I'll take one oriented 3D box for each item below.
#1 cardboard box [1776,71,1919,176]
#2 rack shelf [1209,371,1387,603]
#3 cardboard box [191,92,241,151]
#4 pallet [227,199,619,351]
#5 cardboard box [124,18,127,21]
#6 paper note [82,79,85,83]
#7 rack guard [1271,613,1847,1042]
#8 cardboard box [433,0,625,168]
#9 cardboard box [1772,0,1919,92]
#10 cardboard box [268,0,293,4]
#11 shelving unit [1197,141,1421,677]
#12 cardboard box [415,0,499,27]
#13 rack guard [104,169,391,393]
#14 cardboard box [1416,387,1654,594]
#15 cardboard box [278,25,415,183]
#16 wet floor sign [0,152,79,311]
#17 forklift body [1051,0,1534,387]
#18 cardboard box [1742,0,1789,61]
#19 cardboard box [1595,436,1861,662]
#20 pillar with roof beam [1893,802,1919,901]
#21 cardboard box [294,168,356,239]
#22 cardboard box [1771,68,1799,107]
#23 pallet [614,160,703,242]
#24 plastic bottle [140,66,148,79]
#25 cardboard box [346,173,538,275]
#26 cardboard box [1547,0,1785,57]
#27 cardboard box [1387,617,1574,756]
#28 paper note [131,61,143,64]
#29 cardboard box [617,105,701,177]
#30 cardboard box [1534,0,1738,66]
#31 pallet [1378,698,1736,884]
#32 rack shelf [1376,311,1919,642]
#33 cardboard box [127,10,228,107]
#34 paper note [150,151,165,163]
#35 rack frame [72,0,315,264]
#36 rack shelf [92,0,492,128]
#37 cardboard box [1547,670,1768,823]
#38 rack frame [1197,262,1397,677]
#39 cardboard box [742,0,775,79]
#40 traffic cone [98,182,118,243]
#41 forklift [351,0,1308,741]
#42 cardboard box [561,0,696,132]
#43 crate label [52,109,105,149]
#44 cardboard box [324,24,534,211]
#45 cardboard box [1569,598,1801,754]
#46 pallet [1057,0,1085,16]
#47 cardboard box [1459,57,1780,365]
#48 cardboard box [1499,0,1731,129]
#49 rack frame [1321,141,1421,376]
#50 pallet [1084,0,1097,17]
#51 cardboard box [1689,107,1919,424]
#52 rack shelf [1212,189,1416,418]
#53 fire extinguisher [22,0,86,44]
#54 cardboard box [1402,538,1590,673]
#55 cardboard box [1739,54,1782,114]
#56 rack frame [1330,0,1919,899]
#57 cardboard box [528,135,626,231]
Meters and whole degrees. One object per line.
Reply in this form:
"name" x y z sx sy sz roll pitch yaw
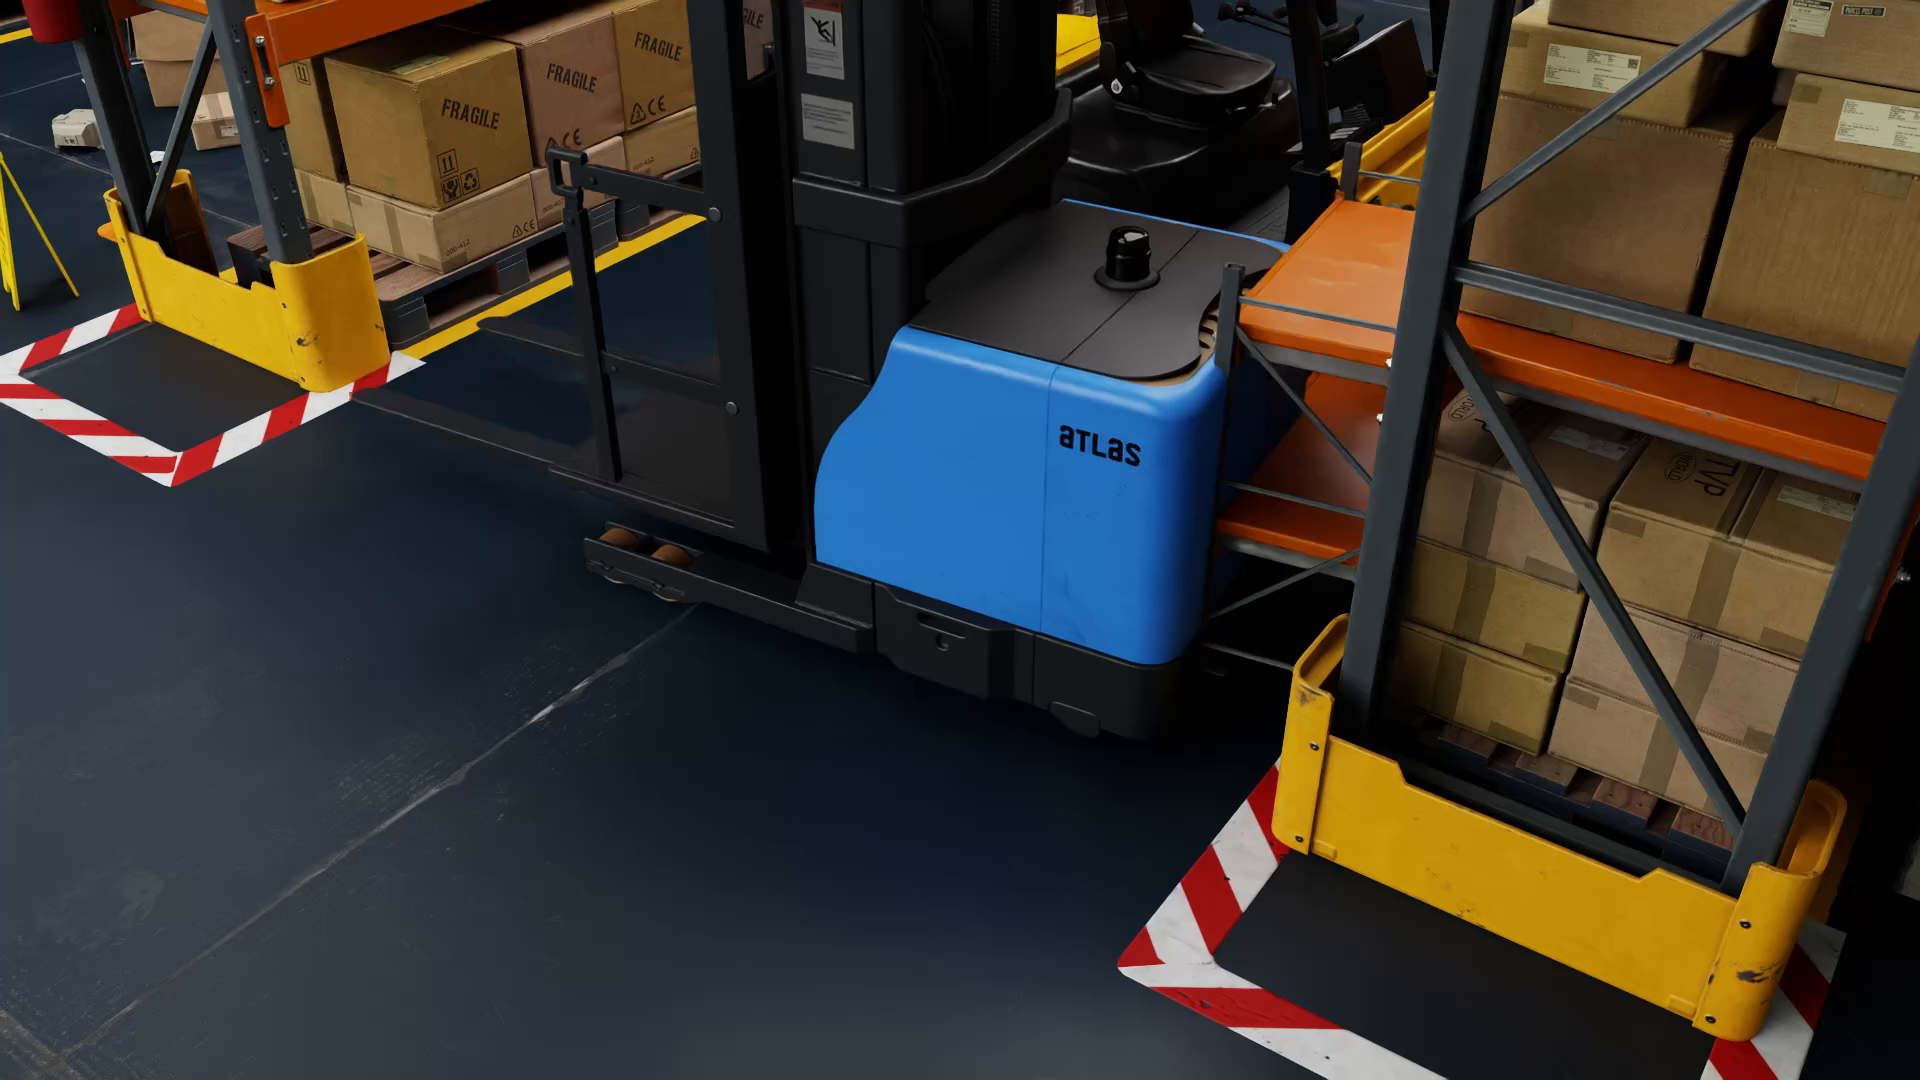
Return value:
"cardboard box" 1.754 -0.793 3.076 0.380 0.149 0.250 20 39 27
"rack shelf" 1.056 -0.118 4.547 0.538 0.278 1.000 15 34 22
"cardboard box" -3.645 -2.060 8.164 0.250 0.149 0.380 -15 37 -21
"pallet" -2.196 -1.235 6.889 1.003 0.211 1.213 21 39 28
"cardboard box" -4.618 -3.292 9.669 0.500 0.500 0.500 29 44 36
"paper note" -4.591 -2.457 8.858 0.142 0.017 0.144 -22 40 -29
"rack guard" 1.334 0.637 3.861 1.175 0.500 0.348 21 39 28
"cardboard box" -1.737 -1.875 6.755 0.500 0.500 0.500 20 39 27
"cardboard box" 1.715 -0.929 3.012 0.380 0.149 0.250 20 39 27
"cardboard box" -2.368 -1.979 5.723 0.380 0.149 0.250 21 40 28
"shelving unit" 1.059 -0.327 4.420 0.538 1.125 1.048 15 34 22
"cardboard box" -2.195 -2.032 6.987 0.500 0.500 0.500 23 40 30
"rack guard" -2.689 -0.993 6.271 1.175 0.500 0.348 21 39 28
"cardboard box" 1.354 -0.170 4.011 0.500 0.250 0.500 23 40 30
"cardboard box" -2.489 -1.791 6.630 0.500 0.500 0.500 22 40 28
"wet floor sign" -3.719 -1.272 6.555 0.232 0.644 0.267 -22 40 -29
"forklift body" 0.930 -1.513 5.567 2.313 2.155 1.214 21 39 28
"cardboard box" 1.635 -1.195 3.672 0.380 0.149 0.250 22 40 29
"cardboard box" 1.777 -0.019 3.788 0.500 0.250 0.500 21 39 28
"pillar with roof beam" -1.051 -4.302 3.578 9.100 9.000 0.400 21 39 28
"cardboard box" -2.478 -1.497 6.866 0.500 0.250 0.500 21 39 28
"cardboard box" 1.843 -0.927 3.274 0.380 0.149 0.250 21 39 28
"pallet" -1.500 -1.795 7.715 1.003 0.211 1.213 21 39 28
"plastic bottle" -4.281 -2.560 8.981 0.133 0.061 0.283 8 35 12
"cardboard box" -2.045 -1.311 6.590 0.500 0.250 0.500 21 39 28
"cardboard box" 1.379 -1.075 3.228 0.380 0.149 0.250 21 40 28
"cardboard box" 1.356 0.239 4.299 0.500 0.250 0.500 22 40 28
"paper note" -4.476 -2.619 9.114 0.123 0.001 0.032 -15 37 -21
"cardboard box" -1.447 -1.799 7.312 0.500 0.250 0.500 24 41 31
"cardboard box" 1.437 -1.096 3.524 0.380 0.149 0.250 22 40 29
"pallet" 1.749 0.380 4.499 1.003 0.211 1.213 21 39 28
"rack shelf" 2.488 -1.032 4.740 1.077 0.370 4.000 21 39 28
"cardboard box" -3.810 -2.576 8.610 0.797 0.503 0.637 -3 34 -4
"paper note" -3.828 -1.834 7.935 0.148 0.019 0.142 8 35 12
"rack frame" -2.732 -1.993 5.520 1.000 3.000 0.127 21 39 28
"rack shelf" -1.592 -2.615 7.082 1.077 0.370 4.000 21 39 28
"cardboard box" 1.789 0.392 4.072 0.500 0.250 0.500 21 40 28
"rack frame" 0.828 -0.094 4.032 0.500 1.125 0.032 15 34 22
"cardboard box" -1.147 -2.352 7.460 0.500 0.500 0.500 24 41 31
"traffic cone" -3.547 -1.552 7.132 0.336 0.463 0.334 21 39 28
"forklift" -0.552 -1.271 4.513 3.031 2.935 1.130 17 38 23
"cardboard box" -1.445 -2.103 7.092 0.500 0.500 0.500 22 40 29
"crate label" -4.255 -1.997 8.081 0.250 0.136 0.298 3 34 4
"cardboard box" -2.032 -1.633 6.397 0.500 0.500 0.500 20 39 27
"cardboard box" 1.787 0.199 3.912 0.500 0.250 0.500 22 40 29
"pallet" -0.009 -3.038 9.553 1.003 0.211 1.213 21 39 28
"cardboard box" 1.413 -0.761 3.608 0.500 0.500 0.500 20 39 27
"cardboard box" 1.315 -0.968 3.336 0.380 0.149 0.250 22 40 29
"rack frame" 1.289 -0.560 4.809 0.500 1.125 0.032 15 34 22
"pallet" 0.686 -3.601 10.387 1.003 0.211 1.213 21 39 28
"cardboard box" 1.858 -0.590 3.356 0.500 0.500 0.500 23 40 30
"rack shelf" 1.062 -0.578 4.268 0.538 0.278 1.000 15 34 22
"fire extinguisher" -3.176 -2.056 5.681 0.296 0.674 0.183 21 39 28
"cardboard box" 1.369 0.025 4.169 0.500 0.250 0.500 21 39 28
"cardboard box" 1.716 -0.997 3.957 0.500 0.500 0.500 23 40 30
"rack frame" 1.348 -0.409 3.178 1.000 3.000 0.127 21 39 28
"cardboard box" -1.748 -1.543 6.934 0.500 0.250 0.500 23 40 30
